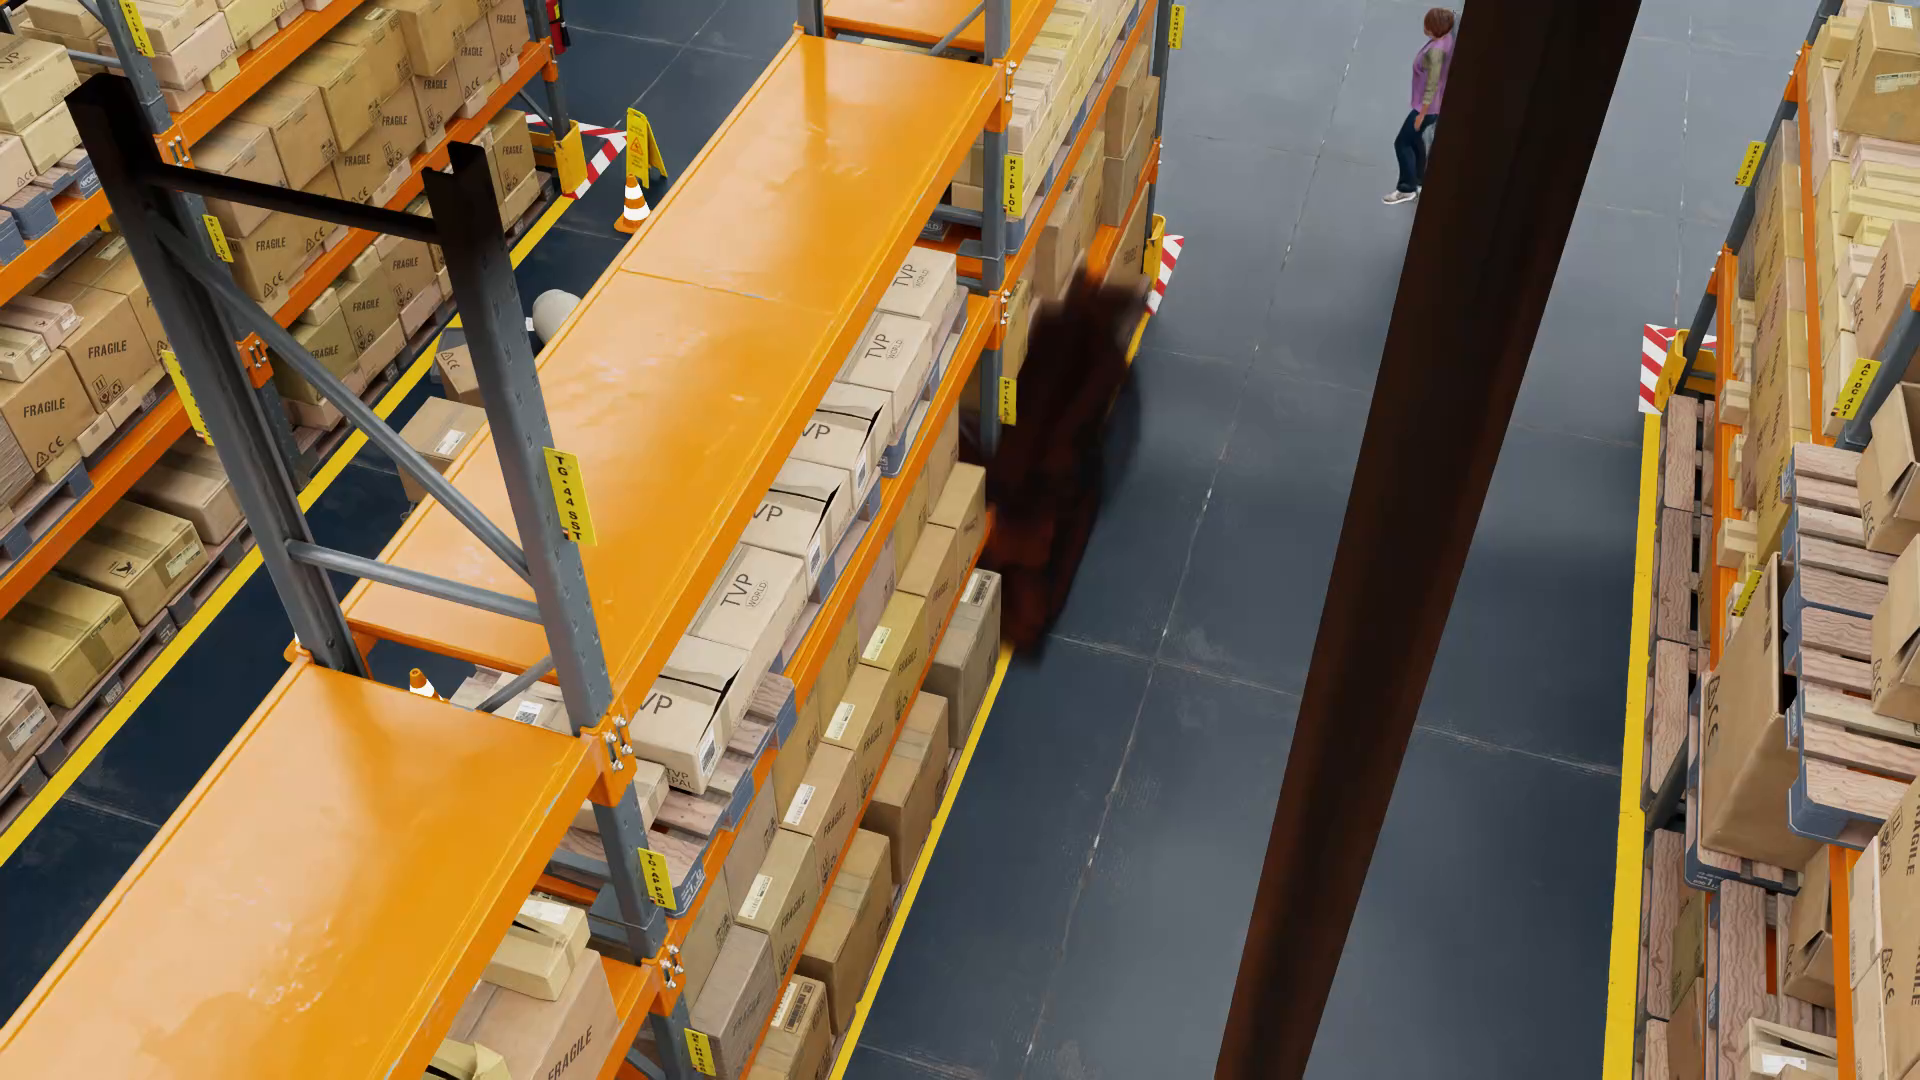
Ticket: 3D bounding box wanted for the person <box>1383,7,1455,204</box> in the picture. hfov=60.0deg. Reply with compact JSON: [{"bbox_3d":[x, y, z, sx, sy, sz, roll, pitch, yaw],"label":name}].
[{"bbox_3d":[3.644,-3.374,12.981,0.340,1.619,0.501,22,50,20],"label":"person"}]
